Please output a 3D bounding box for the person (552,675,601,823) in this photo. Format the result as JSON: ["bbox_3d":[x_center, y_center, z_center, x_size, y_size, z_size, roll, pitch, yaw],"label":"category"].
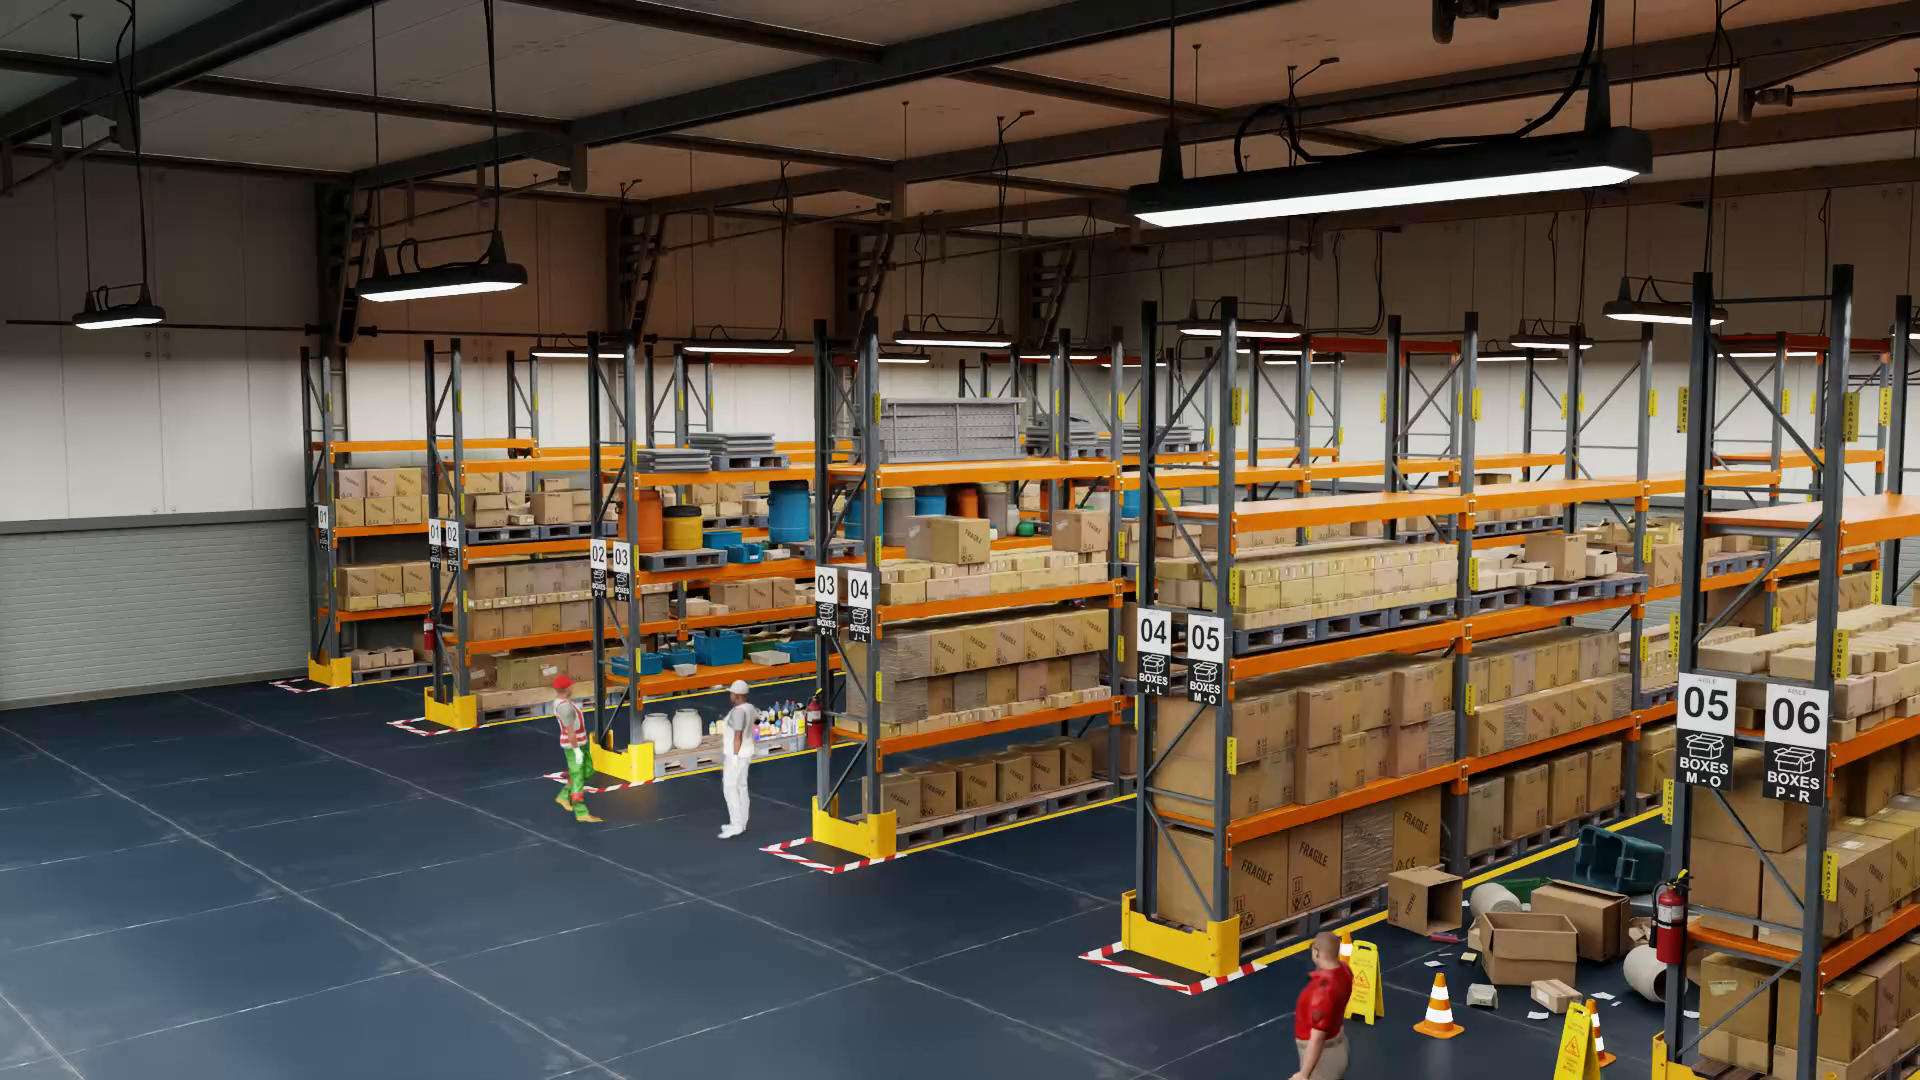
[{"bbox_3d":[-4.661,2.513,20.224,0.607,1.787,0.638,0,5,-3],"label":"person"}]

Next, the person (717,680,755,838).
[{"bbox_3d":[-2.637,2.564,19.579,0.392,1.829,0.611,1,5,8],"label":"person"}]

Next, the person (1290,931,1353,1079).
[{"bbox_3d":[2.347,3.360,10.748,0.485,1.743,0.642,2,5,18],"label":"person"}]
